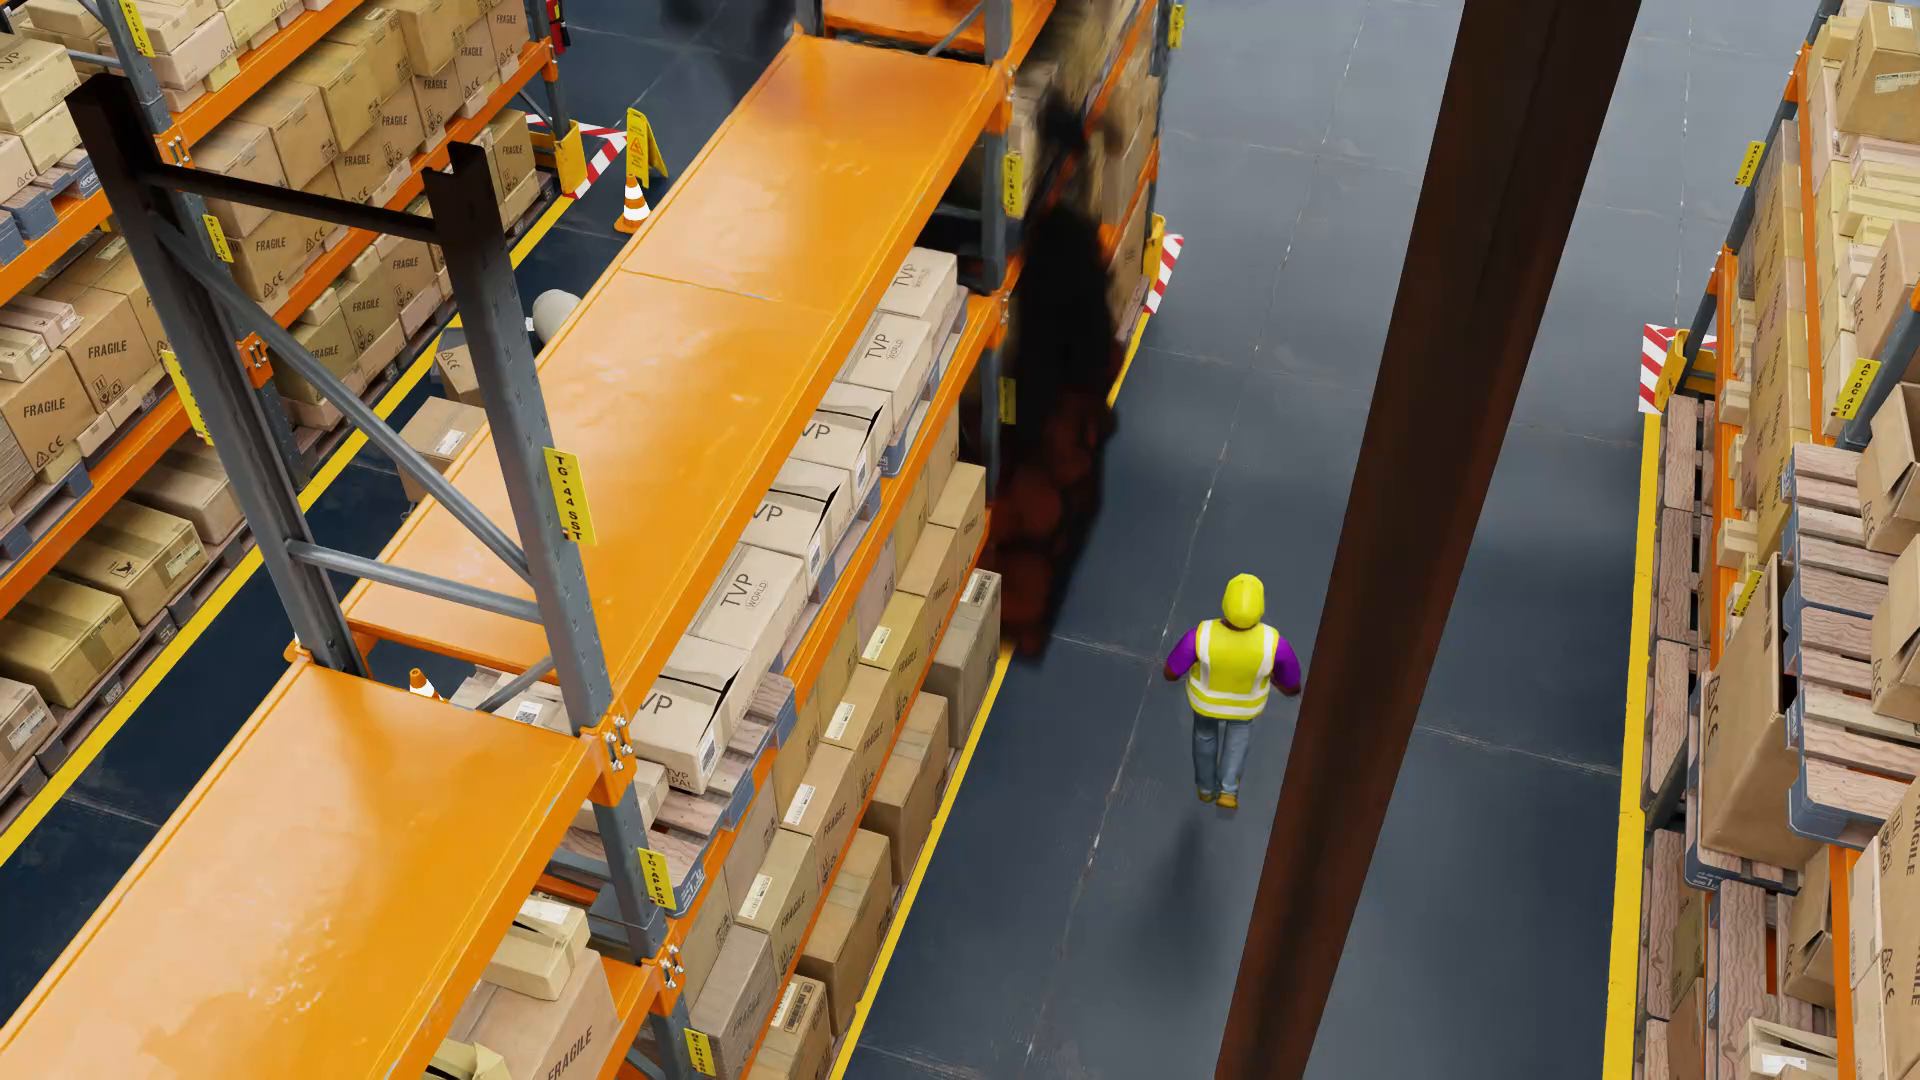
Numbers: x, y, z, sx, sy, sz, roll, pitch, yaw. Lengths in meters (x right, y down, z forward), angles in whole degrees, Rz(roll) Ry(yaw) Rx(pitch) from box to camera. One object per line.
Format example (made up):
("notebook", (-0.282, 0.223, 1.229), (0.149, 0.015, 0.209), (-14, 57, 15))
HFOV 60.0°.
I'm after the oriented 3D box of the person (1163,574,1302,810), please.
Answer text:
("person", (1.404, 0.799, 8.748), (0.698, 1.737, 0.558), (5, 46, 5))
